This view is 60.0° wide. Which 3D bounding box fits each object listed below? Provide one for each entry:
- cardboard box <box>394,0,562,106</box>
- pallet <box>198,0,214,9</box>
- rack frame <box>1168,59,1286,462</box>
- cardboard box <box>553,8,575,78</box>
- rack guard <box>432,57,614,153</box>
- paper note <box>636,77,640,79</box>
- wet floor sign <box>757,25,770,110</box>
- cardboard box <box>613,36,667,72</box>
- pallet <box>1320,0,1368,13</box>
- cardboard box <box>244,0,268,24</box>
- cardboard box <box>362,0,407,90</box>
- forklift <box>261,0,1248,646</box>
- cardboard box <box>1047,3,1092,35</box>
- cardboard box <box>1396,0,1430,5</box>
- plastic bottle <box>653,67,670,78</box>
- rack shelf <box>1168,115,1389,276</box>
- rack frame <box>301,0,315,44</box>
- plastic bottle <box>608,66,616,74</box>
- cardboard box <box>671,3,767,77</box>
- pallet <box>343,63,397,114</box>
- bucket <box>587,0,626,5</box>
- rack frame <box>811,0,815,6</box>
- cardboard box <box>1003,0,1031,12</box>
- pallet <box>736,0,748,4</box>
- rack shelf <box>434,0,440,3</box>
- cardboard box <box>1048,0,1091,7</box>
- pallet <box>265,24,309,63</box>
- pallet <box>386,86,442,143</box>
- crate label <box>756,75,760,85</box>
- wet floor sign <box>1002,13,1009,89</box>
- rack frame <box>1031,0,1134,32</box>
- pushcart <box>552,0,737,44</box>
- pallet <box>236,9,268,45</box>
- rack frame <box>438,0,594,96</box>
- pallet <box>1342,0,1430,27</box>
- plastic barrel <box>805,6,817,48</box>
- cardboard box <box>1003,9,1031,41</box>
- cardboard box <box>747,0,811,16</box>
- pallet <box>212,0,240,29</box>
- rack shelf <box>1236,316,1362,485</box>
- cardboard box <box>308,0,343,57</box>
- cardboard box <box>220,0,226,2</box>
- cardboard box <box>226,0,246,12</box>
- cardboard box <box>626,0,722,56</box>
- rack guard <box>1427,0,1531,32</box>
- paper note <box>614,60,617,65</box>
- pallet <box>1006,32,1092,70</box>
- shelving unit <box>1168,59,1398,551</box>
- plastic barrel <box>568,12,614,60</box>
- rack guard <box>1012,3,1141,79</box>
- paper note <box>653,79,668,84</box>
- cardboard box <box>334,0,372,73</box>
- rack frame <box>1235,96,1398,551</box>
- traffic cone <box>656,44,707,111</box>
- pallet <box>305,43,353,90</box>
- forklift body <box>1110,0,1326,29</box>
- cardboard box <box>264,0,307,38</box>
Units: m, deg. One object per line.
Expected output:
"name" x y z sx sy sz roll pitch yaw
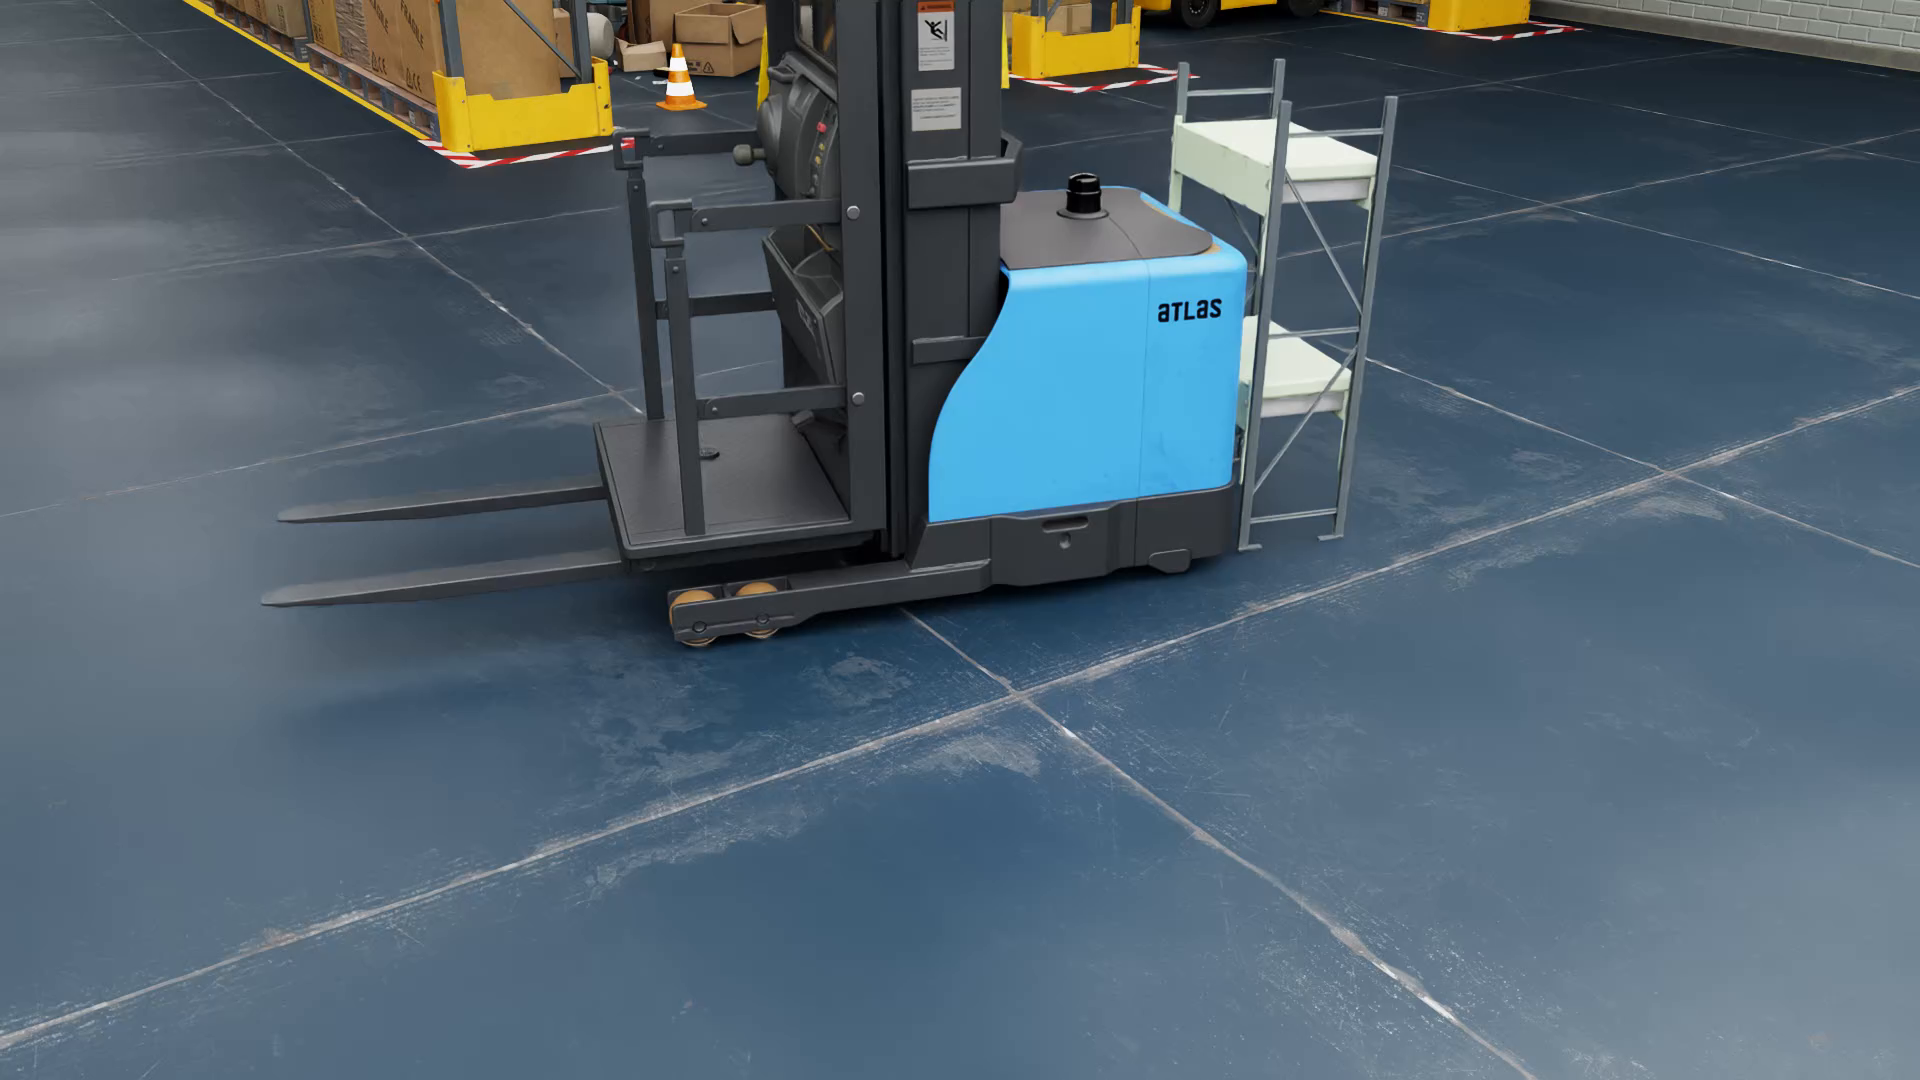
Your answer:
"cardboard box" -3.479 -3.649 11.963 0.875 0.875 0.875 -15 29 -29
"pallet" -7.846 -6.073 18.368 1.003 0.211 1.213 -16 29 -30
"rack frame" 0.923 -0.966 6.030 0.400 1.500 0.023 -7 26 -16
"cardboard box" -3.530 -4.178 14.013 0.500 0.500 0.500 -10 27 -21
"rack guard" -3.040 -3.054 11.634 1.175 0.500 0.348 -16 29 -30
"paper note" -2.701 -3.877 13.951 0.032 0.001 0.123 -1 25 -3
"wet floor sign" -1.379 -3.579 12.576 0.267 0.644 0.232 -22 33 -38
"cardboard box" -2.756 -4.202 14.340 0.396 0.266 0.258 -10 27 -21
"pallet" 4.081 -5.980 18.169 1.003 0.211 1.213 -16 29 -30
"cardboard box" -6.175 -5.343 15.698 1.050 0.750 0.750 -16 29 -30
"cardboard box" -3.961 -3.963 12.629 0.875 0.875 0.875 -16 30 -30
"forklift" -0.671 -1.254 4.972 3.031 2.935 1.130 -7 26 -15
"cardboard box" 0.830 -4.682 14.884 0.500 0.250 0.500 -16 30 -30
"cardboard box" 4.674 -5.582 16.789 0.500 0.250 0.500 -15 29 -29
"plastic bottle" -2.495 -3.954 14.054 0.283 0.061 0.133 18 31 33
"rack shelf" 1.041 -1.171 5.550 0.431 0.370 0.720 -7 26 -16
"rack frame" -5.237 -5.624 14.149 1.000 3.000 0.127 -16 29 -30
"plastic bottle" -3.062 -3.983 14.115 0.133 0.061 0.283 18 31 33
"cardboard box" -2.041 -4.292 14.252 0.637 0.503 0.797 7 26 15
"pallet" -4.217 -3.636 13.204 1.003 0.211 1.213 -16 29 -30
"bucket" -3.231 -5.319 15.558 0.726 0.611 0.620 -6 16 -12
"rack frame" -1.145 -6.813 16.669 1.000 3.000 0.127 -16 29 -30
"cardboard box" 0.383 -4.894 14.454 0.500 0.500 0.500 -15 29 -29
"pallet" -2.241 -6.267 18.779 1.003 0.211 1.213 -16 29 -30
"rack shelf" -4.145 -4.583 12.787 1.077 0.370 4.000 -16 29 -30
"cardboard box" 0.817 -5.030 14.741 0.500 0.500 0.500 -17 30 -31
"pallet" -5.721 -4.621 15.292 1.003 0.211 1.213 -16 29 -30
"pallet" -3.556 -3.200 12.281 1.003 0.211 1.213 -16 29 -30
"crate label" -1.502 -3.828 13.698 0.298 0.136 0.250 12 28 24
"wet floor sign" 0.246 -4.001 13.469 0.267 0.644 0.232 -6 26 -12
"rack frame" 1.039 -5.383 13.639 1.000 3.000 0.127 -16 29 -30
"pushcart" -3.028 -5.078 16.066 0.936 0.377 1.648 18 31 33
"pallet" -6.392 -5.058 16.217 1.003 0.211 1.213 -16 29 -30
"rack frame" -3.053 -4.193 11.118 1.000 3.000 0.127 -16 29 -30
"pallet" 4.743 -5.544 17.246 1.003 0.211 1.213 -16 29 -30
"plastic barrel" -1.357 -4.604 15.006 0.512 0.421 0.421 3 25 6
"cardboard box" 0.359 -4.564 14.634 0.500 0.250 0.500 -16 29 -30
"cardboard box" -1.700 -4.984 15.719 0.500 0.500 0.500 3 25 6
"pallet" -7.053 -5.494 17.140 1.003 0.211 1.213 -16 29 -30
"rack shelf" 1.029 -0.522 5.852 0.431 0.370 0.720 -7 26 -16
"cardboard box" -4.952 -4.612 14.002 0.875 0.875 0.875 -15 29 -29
"cardboard box" -7.164 -5.988 17.065 1.050 0.750 0.750 -16 30 -30
"cardboard box" -6.684 -5.676 16.404 1.050 0.750 0.750 -15 29 -29
"cardboard box" -2.559 -4.686 14.928 0.797 0.637 0.503 -16 29 -30
"rack guard" 5.209 -5.402 16.607 1.175 0.500 0.348 -16 29 -30
"paper note" -2.963 -4.218 14.659 0.172 0.023 0.155 -6 26 -12
"pallet" 0.583 -4.448 14.924 1.003 0.211 1.213 -16 29 -30
"shelving unit" 1.034 -0.817 5.714 0.431 1.500 0.755 -7 26 -16
"plastic barrel" -3.333 -4.410 14.597 0.512 0.421 0.421 3 25 6
"rack guard" 0.997 -4.280 14.230 1.175 0.500 0.348 -16 29 -30
"paper note" -2.464 -3.791 13.747 0.144 0.017 0.142 -6 26 -12
"cardboard box" -4.457 -4.290 13.321 0.875 0.875 0.875 -15 29 -29
"rack frame" 1.146 -0.668 5.399 0.400 1.500 0.023 -7 26 -16
"traffic cone" -2.154 -3.567 12.763 0.336 0.463 0.334 -16 29 -30
"pallet" -4.888 -4.072 14.130 1.003 0.211 1.213 -16 29 -30
"forklift body" 2.632 -6.410 16.809 2.313 2.155 1.214 -16 29 -30
"cardboard box" -5.651 -4.997 14.966 1.050 0.750 0.750 -16 29 -30
